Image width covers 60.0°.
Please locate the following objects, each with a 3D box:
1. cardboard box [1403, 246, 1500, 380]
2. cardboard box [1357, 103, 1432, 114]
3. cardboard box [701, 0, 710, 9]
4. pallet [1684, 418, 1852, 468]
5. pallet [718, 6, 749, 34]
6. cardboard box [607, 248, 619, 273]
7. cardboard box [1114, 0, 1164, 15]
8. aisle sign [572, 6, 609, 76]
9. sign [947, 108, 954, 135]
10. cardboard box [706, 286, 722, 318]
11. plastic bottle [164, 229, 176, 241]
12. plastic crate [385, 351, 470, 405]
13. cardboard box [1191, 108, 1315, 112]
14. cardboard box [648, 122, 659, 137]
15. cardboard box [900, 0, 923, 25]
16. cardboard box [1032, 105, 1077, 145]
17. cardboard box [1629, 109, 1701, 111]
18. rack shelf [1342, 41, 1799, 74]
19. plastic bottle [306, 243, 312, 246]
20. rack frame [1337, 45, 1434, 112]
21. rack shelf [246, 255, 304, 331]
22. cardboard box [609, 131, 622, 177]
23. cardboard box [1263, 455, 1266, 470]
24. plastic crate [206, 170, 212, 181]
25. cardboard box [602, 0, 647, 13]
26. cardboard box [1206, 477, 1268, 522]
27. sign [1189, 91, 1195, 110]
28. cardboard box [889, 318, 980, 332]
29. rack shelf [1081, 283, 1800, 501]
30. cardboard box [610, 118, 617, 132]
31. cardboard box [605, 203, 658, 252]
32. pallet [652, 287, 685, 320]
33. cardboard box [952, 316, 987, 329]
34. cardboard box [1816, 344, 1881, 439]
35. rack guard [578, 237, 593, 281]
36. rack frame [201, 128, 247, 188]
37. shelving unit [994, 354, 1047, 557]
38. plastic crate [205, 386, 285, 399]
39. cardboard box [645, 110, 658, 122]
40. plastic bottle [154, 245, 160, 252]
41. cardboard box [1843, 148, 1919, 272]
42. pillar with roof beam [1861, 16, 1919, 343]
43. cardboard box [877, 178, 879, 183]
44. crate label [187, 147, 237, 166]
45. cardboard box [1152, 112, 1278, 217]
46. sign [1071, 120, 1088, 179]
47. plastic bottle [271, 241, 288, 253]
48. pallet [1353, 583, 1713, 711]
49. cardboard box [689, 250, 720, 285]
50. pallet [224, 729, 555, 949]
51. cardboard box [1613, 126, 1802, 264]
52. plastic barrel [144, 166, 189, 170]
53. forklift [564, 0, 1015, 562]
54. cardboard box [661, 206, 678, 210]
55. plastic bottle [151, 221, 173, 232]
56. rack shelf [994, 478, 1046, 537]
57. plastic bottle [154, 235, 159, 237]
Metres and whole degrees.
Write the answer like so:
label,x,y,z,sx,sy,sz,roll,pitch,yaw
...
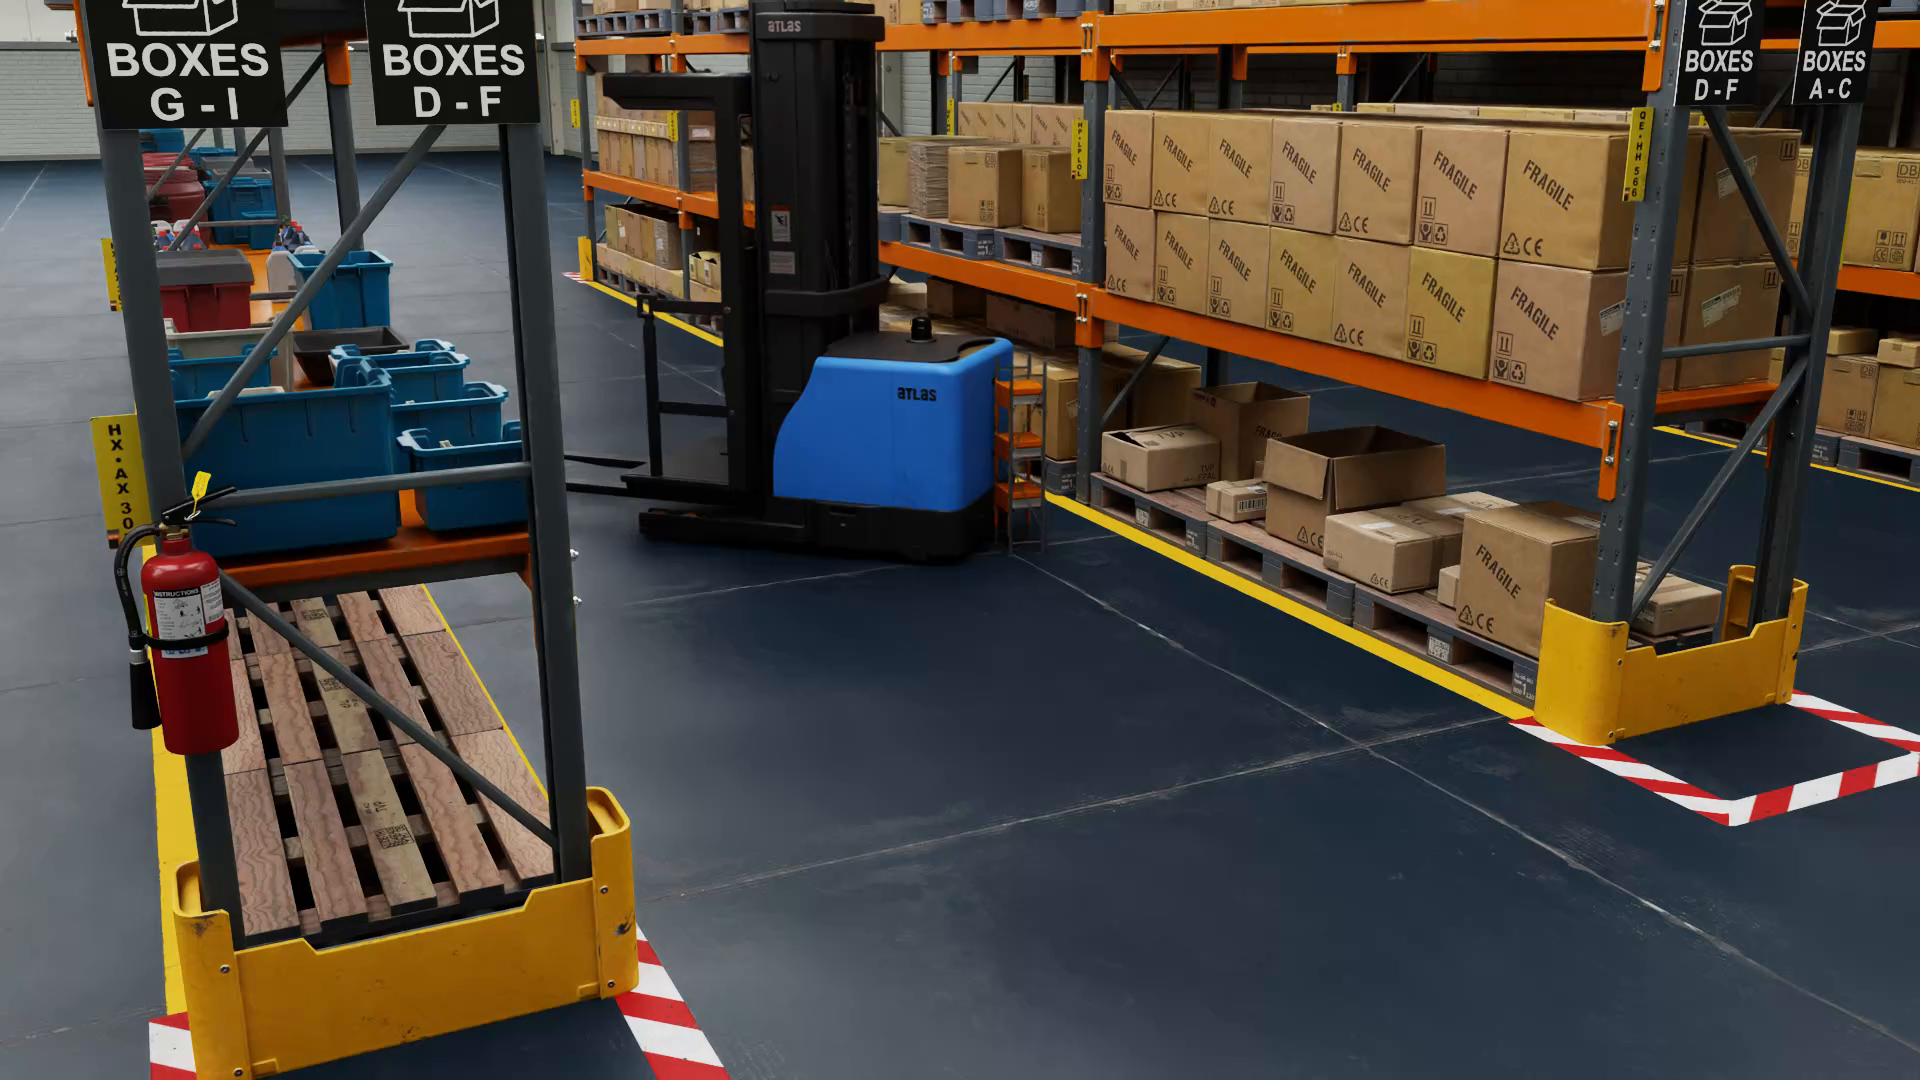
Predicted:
label,x,y,z,sx,sy,sz,roll,pitch,yaw
cardboard box,2.256,-0.983,7.058,0.500,0.500,0.500,-7,18,-24
cardboard box,3.854,-3.722,14.668,0.500,0.250,0.500,-7,18,-24
cardboard box,-2.313,-5.620,16.763,0.500,0.500,0.500,-6,17,-20
pallet,5.889,-0.782,11.593,1.003,0.211,1.213,-8,18,-25
pallet,-1.448,-4.498,14.392,1.003,0.211,1.213,-7,17,-22
cardboard box,-3.825,-3.293,19.512,0.500,0.250,0.500,-8,18,-25
cardboard box,1.166,-2.940,8.892,0.500,0.250,0.500,-8,18,-25
aisle sign,-4.386,-5.925,19.747,0.394,0.787,0.004,-8,18,-25
sign,-0.094,-3.299,13.353,0.100,0.325,0.005,-8,18,-25
cardboard box,-2.153,-2.328,16.148,0.500,0.250,0.500,-7,18,-24
plastic bottle,-4.849,-1.767,10.205,0.097,0.271,0.097,0,16,0
plastic crate,-1.916,-0.507,5.775,0.416,0.233,0.300,-8,18,-25
cardboard box,1.629,-2.155,9.330,0.500,0.500,0.500,-8,18,-25
cardboard box,-3.085,-4.358,17.643,0.380,0.149,0.250,-8,18,-25
cardboard box,0.095,-3.843,11.585,0.910,0.500,0.500,-8,18,-25
cardboard box,1.202,-4.931,19.872,0.500,0.500,0.500,-8,18,-26
cardboard box,5.424,-3.156,12.694,0.500,0.250,0.500,-7,18,-24
rack shelf,4.750,-3.912,13.312,1.077,0.370,4.000,-8,18,-25
plastic bottle,-3.673,-1.541,9.417,0.097,0.271,0.097,0,16,0
rack frame,3.874,-3.312,15.355,1.000,3.000,0.127,-8,18,-25
rack shelf,-4.155,-1.273,9.554,1.077,0.370,4.000,-8,18,-25
cardboard box,-3.655,-4.497,19.304,0.700,0.500,0.500,-7,17,-23
cardboard box,2.008,-0.347,9.099,0.500,0.311,0.500,-8,18,-25
plastic crate,-6.021,-2.863,13.819,0.392,0.384,0.575,-8,18,-25
cardboard box,-3.600,-6.011,18.123,0.500,0.500,0.500,-8,18,-25
cardboard box,1.553,-0.227,8.942,0.380,0.166,0.250,-8,18,-25
sign,2.619,-4.929,18.888,0.100,0.325,0.005,-8,18,-25
cardboard box,-0.185,-1.321,12.150,0.500,0.500,0.500,-8,18,-26
rack shelf,2.051,-0.879,8.180,1.077,0.370,4.000,-8,18,-25
cardboard box,-3.769,-4.743,18.983,0.380,0.149,0.250,-8,18,-26
cardboard box,-3.826,-3.653,19.408,0.500,0.500,0.500,-8,18,-25
pallet,-2.640,-2.566,17.811,1.003,0.211,1.213,-8,18,-25
cardboard box,0.270,-1.391,12.393,0.500,0.500,0.500,-8,18,-27
cardboard box,6.079,-0.998,11.061,0.700,0.500,0.500,-8,18,-25
rack guard,-4.093,-3.501,20.543,1.175,0.500,0.348,-8,18,-25
rack frame,-6.784,-3.107,14.639,1.000,3.000,0.127,-8,18,-25
shelving unit,0.322,-0.455,8.934,0.215,1.050,0.252,-5,17,-16
plastic crate,-2.451,-0.425,5.662,0.298,0.136,0.250,-8,18,-25
cardboard box,-2.971,-4.735,17.779,0.700,0.500,0.500,-8,18,-25
plastic bottle,-4.426,-1.484,9.196,0.061,0.283,0.133,-8,18,-25
cardboard box,6.164,-2.146,10.748,0.980,0.700,0.700,-8,18,-26
pillar with roof beam,2.841,-4.615,9.018,9.100,9.000,0.400,-8,18,-25
cardboard box,-0.795,-2.915,14.132,0.500,0.311,0.500,-8,18,-26
crate label,-7.487,-3.692,16.614,0.502,0.435,0.616,-8,18,-25
cardboard box,1.355,-1.971,8.686,0.500,0.500,0.500,-8,18,-27
sign,0.678,-2.209,9.413,0.100,0.325,0.005,-8,18,-25
plastic bottle,-3.888,-1.572,9.524,0.097,0.271,0.097,0,16,0
pallet,2.544,0.395,7.492,1.003,0.211,1.213,-8,18,-25
cardboard box,-2.372,-2.722,16.504,0.500,0.311,0.500,-8,18,-25
pallet,-1.853,1.000,5.384,1.003,0.211,1.213,-8,18,-25
cardboard box,2.970,-1.400,6.696,0.500,0.500,0.500,-7,17,-23
plastic barrel,-5.859,-2.502,12.330,0.421,0.512,0.421,0,16,0
forklift,-1.260,-1.522,9.241,3.031,2.935,1.130,6,17,19
cardboard box,-3.128,-3.594,19.200,0.500,0.500,0.500,-8,18,-25
plastic bottle,-5.133,-1.909,10.690,0.152,0.276,0.135,-8,18,-25
rack shelf,0.322,-0.178,9.013,0.215,0.259,0.240,-5,17,-16
plastic bottle,-4.744,-1.670,9.864,0.097,0.271,0.097,0,16,0
